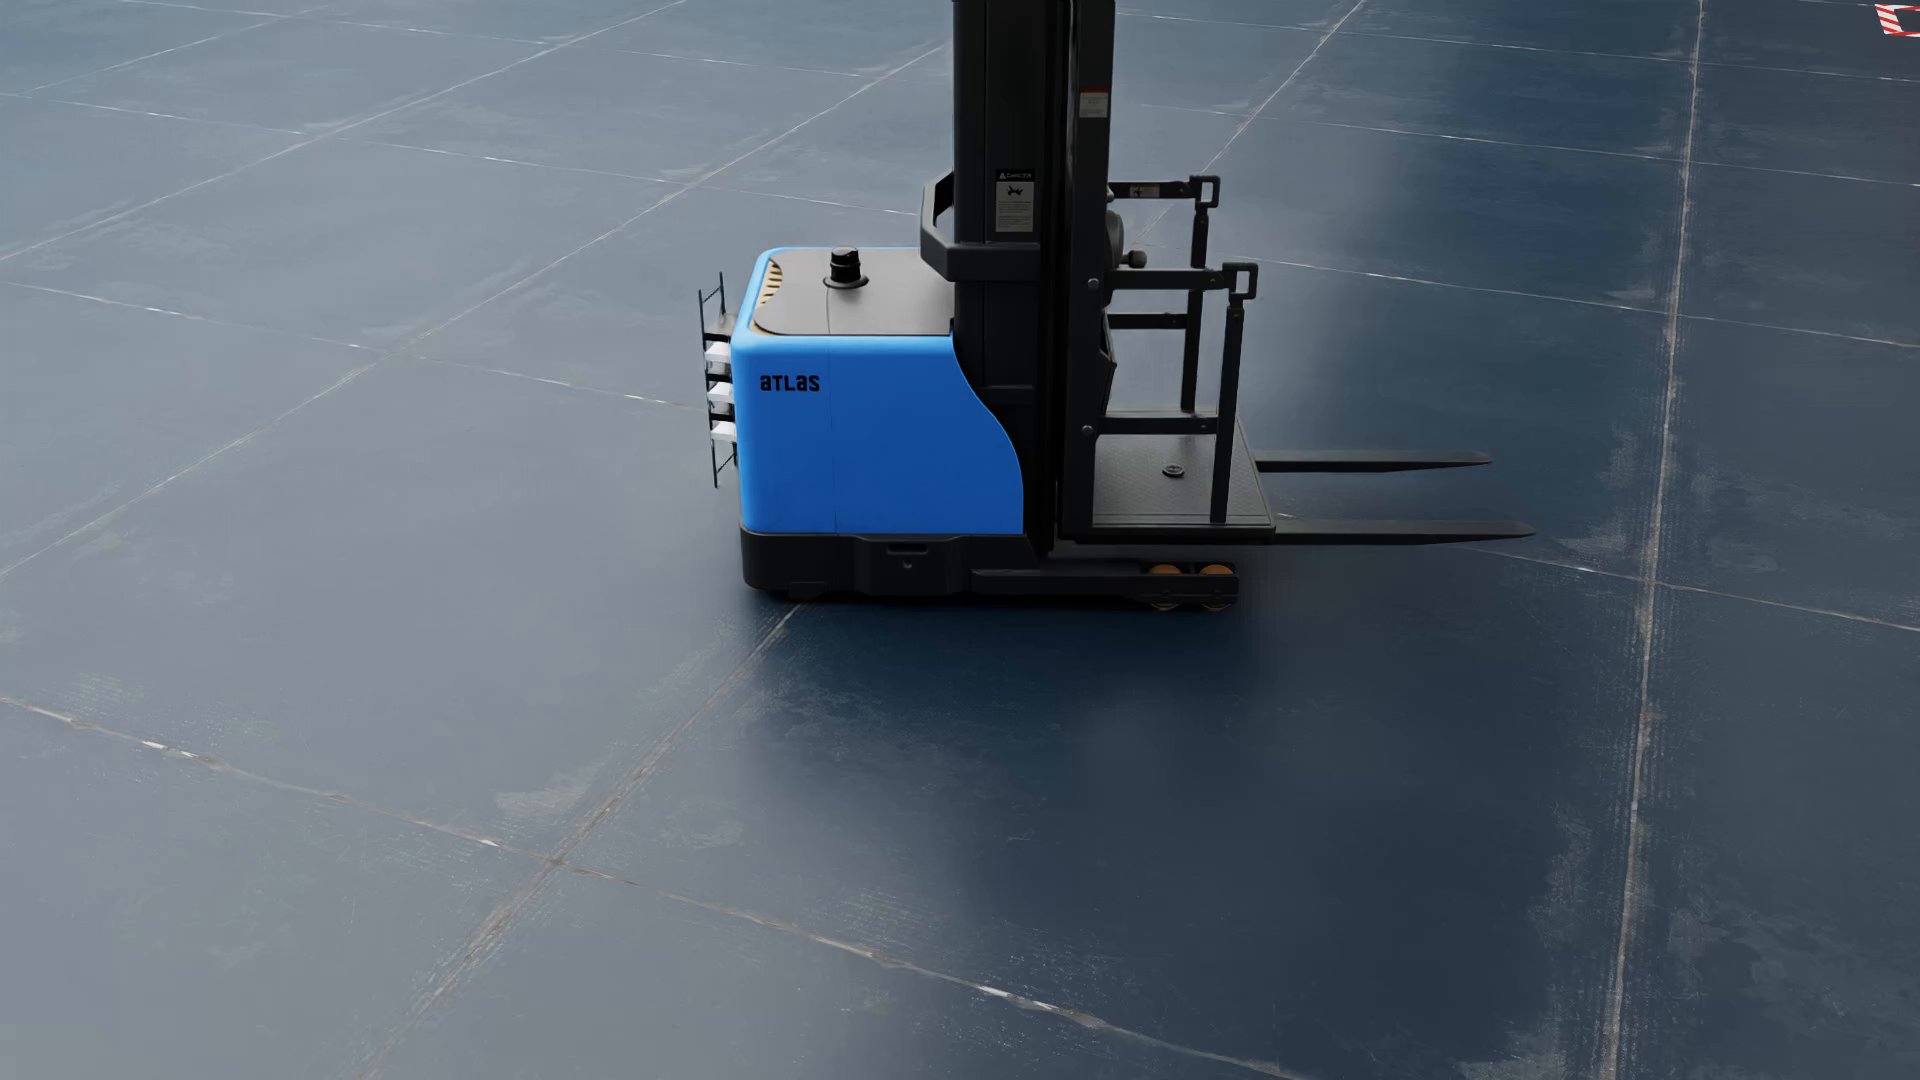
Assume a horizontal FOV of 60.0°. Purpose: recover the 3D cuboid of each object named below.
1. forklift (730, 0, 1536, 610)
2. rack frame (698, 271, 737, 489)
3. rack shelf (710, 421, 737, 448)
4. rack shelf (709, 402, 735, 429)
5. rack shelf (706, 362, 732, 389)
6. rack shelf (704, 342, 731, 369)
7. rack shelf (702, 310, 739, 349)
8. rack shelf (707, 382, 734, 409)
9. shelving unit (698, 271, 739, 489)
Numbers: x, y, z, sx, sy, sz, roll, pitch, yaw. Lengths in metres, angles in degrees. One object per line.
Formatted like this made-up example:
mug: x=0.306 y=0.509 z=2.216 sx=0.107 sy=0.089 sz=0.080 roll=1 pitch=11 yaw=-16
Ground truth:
forklift: x=0.689 y=-1.277 z=6.030 sx=3.031 sy=2.935 sz=1.130 roll=0 pitch=29 yaw=0
rack frame: x=-1.020 y=-0.669 z=7.019 sx=0.006 sy=0.900 sz=0.240 roll=8 pitch=30 yaw=14
rack shelf: x=-0.921 y=-0.470 z=7.100 sx=0.200 sy=0.077 sz=0.258 roll=8 pitch=30 yaw=14
rack shelf: x=-0.921 y=-0.548 z=7.056 sx=0.200 sy=0.077 sz=0.258 roll=8 pitch=30 yaw=14
rack shelf: x=-0.922 y=-0.705 z=6.967 sx=0.200 sy=0.077 sz=0.258 roll=8 pitch=30 yaw=14
rack shelf: x=-0.922 y=-0.783 z=6.923 sx=0.200 sy=0.077 sz=0.258 roll=8 pitch=30 yaw=14
rack shelf: x=-0.922 y=-0.862 z=6.879 sx=0.200 sy=0.077 sz=0.258 roll=8 pitch=30 yaw=14
rack shelf: x=-0.922 y=-0.627 z=7.012 sx=0.200 sy=0.077 sz=0.258 roll=8 pitch=30 yaw=14
shelving unit: x=-0.922 y=-0.656 z=6.995 sx=0.210 sy=0.900 sz=0.258 roll=8 pitch=30 yaw=14
